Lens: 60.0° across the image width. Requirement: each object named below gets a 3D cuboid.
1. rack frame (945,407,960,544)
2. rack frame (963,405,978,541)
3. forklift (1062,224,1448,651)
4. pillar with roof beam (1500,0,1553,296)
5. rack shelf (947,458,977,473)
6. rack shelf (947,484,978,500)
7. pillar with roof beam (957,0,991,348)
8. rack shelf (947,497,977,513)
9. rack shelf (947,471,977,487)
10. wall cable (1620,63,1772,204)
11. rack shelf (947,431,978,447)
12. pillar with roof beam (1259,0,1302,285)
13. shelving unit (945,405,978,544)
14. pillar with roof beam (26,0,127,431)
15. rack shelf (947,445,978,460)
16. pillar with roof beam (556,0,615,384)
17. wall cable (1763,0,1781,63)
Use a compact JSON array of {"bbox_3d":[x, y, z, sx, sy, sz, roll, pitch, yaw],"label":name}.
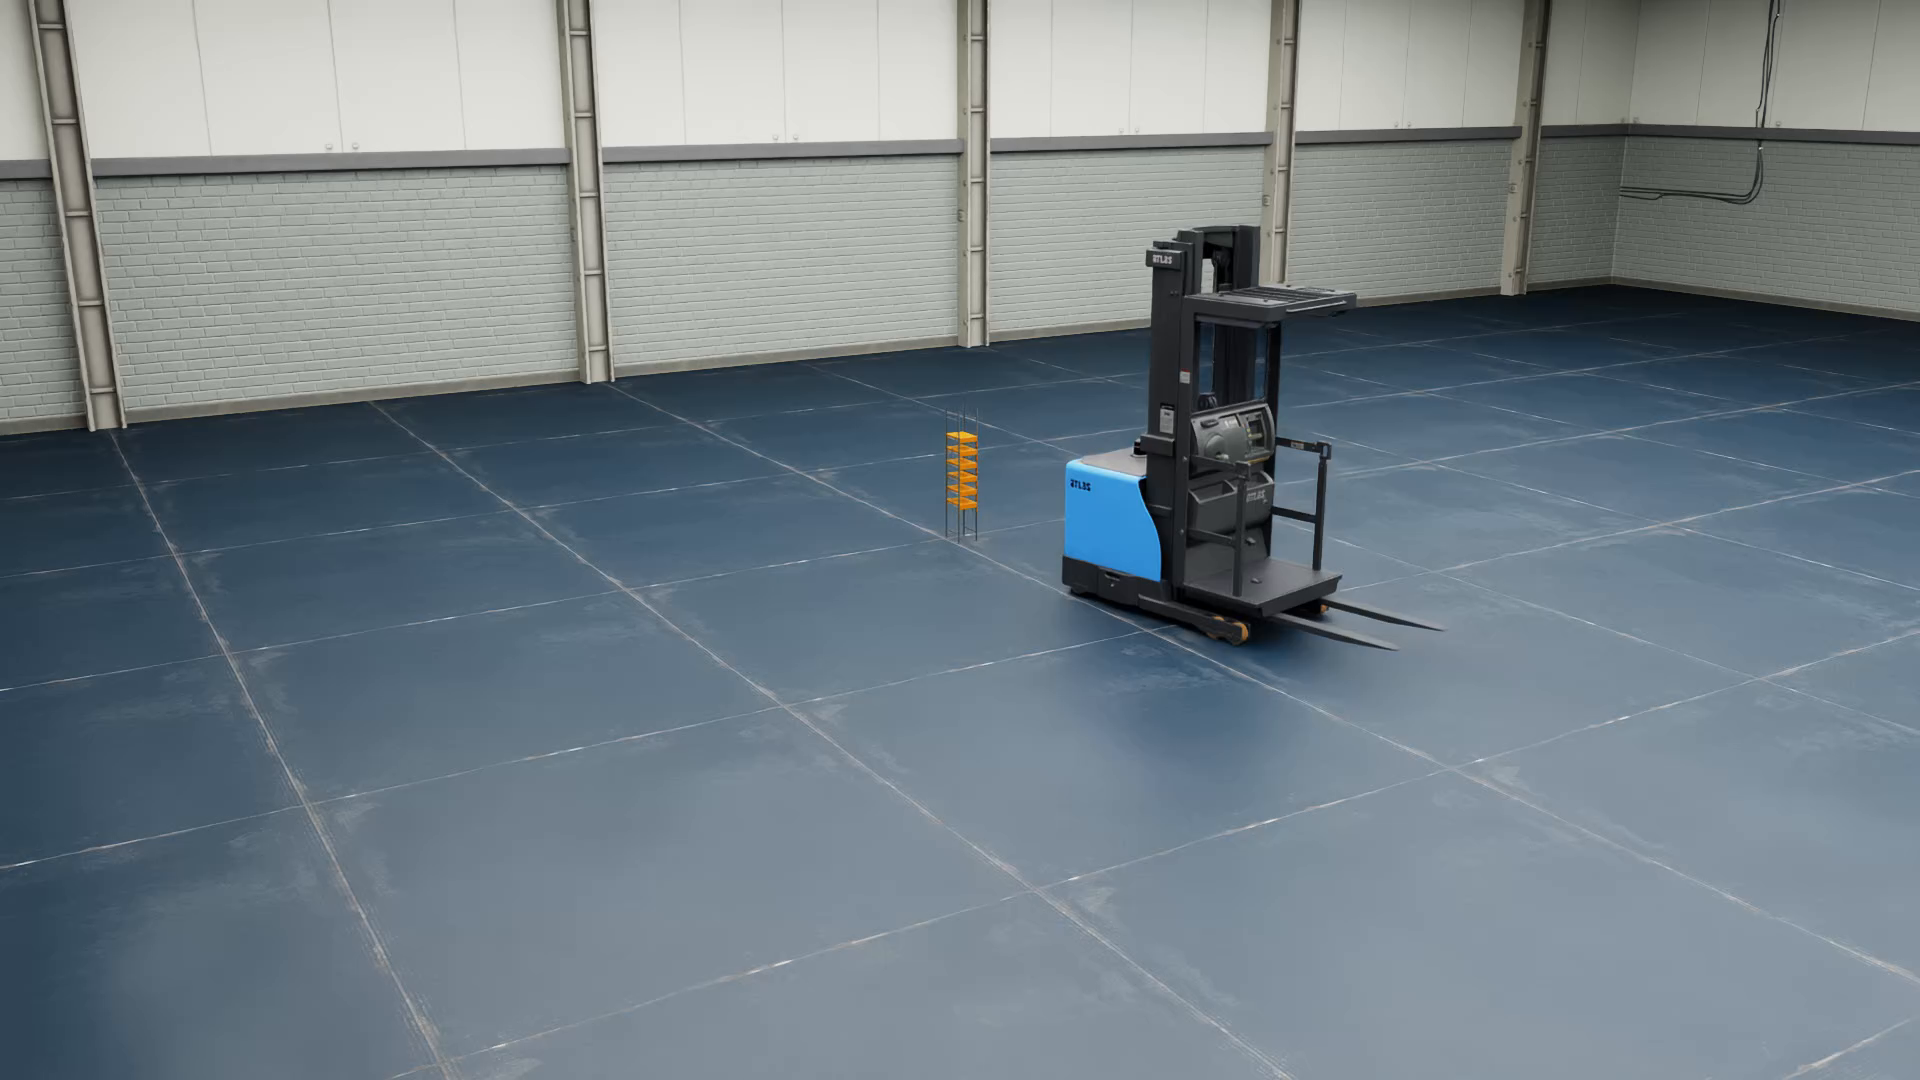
[{"bbox_3d":[-0.066,-0.567,14.710,0.006,1.200,0.240,-9,18,-30],"label":"rack frame"},{"bbox_3d":[0.091,-0.592,14.800,0.006,1.200,0.240,-9,18,-30],"label":"rack frame"},{"bbox_3d":[2.198,-0.800,12.334,1.130,2.935,3.031,-14,21,-41],"label":"forklift"},{"bbox_3d":[12.707,-8.006,26.799,0.400,9.000,9.100,-9,18,-30],"label":"pillar with roof beam"},{"bbox_3d":[0.012,-0.653,14.735,0.180,0.103,0.258,-9,18,-30],"label":"rack shelf"},{"bbox_3d":[0.012,-0.421,14.799,0.180,0.103,0.258,-9,18,-30],"label":"rack shelf"},{"bbox_3d":[2.421,-6.338,20.848,0.400,9.000,9.100,-9,18,-30],"label":"pillar with roof beam"},{"bbox_3d":[0.012,-0.306,14.832,0.180,0.103,0.258,-9,18,-30],"label":"rack shelf"},{"bbox_3d":[0.012,-0.537,14.767,0.180,0.103,0.258,-9,18,-30],"label":"rack shelf"},{"bbox_3d":[13.696,-7.611,31.141,0.112,2.526,3.097,-9,18,-30],"label":"wall cable"},{"bbox_3d":[0.012,-0.884,14.670,0.180,0.103,0.258,-9,18,-30],"label":"rack shelf"},{"bbox_3d":[7.564,-7.172,23.823,0.400,9.000,9.100,-9,18,-30],"label":"pillar with roof beam"},{"bbox_3d":[0.012,-0.580,14.755,0.189,1.200,0.258,-9,18,-30],"label":"shelving unit"},{"bbox_3d":[-7.865,-4.670,14.897,0.400,9.000,9.100,-9,18,-30],"label":"pillar with roof beam"},{"bbox_3d":[0.012,-0.768,14.702,0.180,0.103,0.258,-9,18,-30],"label":"rack shelf"},{"bbox_3d":[-2.722,-5.504,17.873,0.400,9.000,9.100,-9,18,-30],"label":"pillar with roof beam"},{"bbox_3d":[15.090,-9.416,28.226,0.112,2.526,3.097,-9,18,-30],"label":"wall cable"}]
